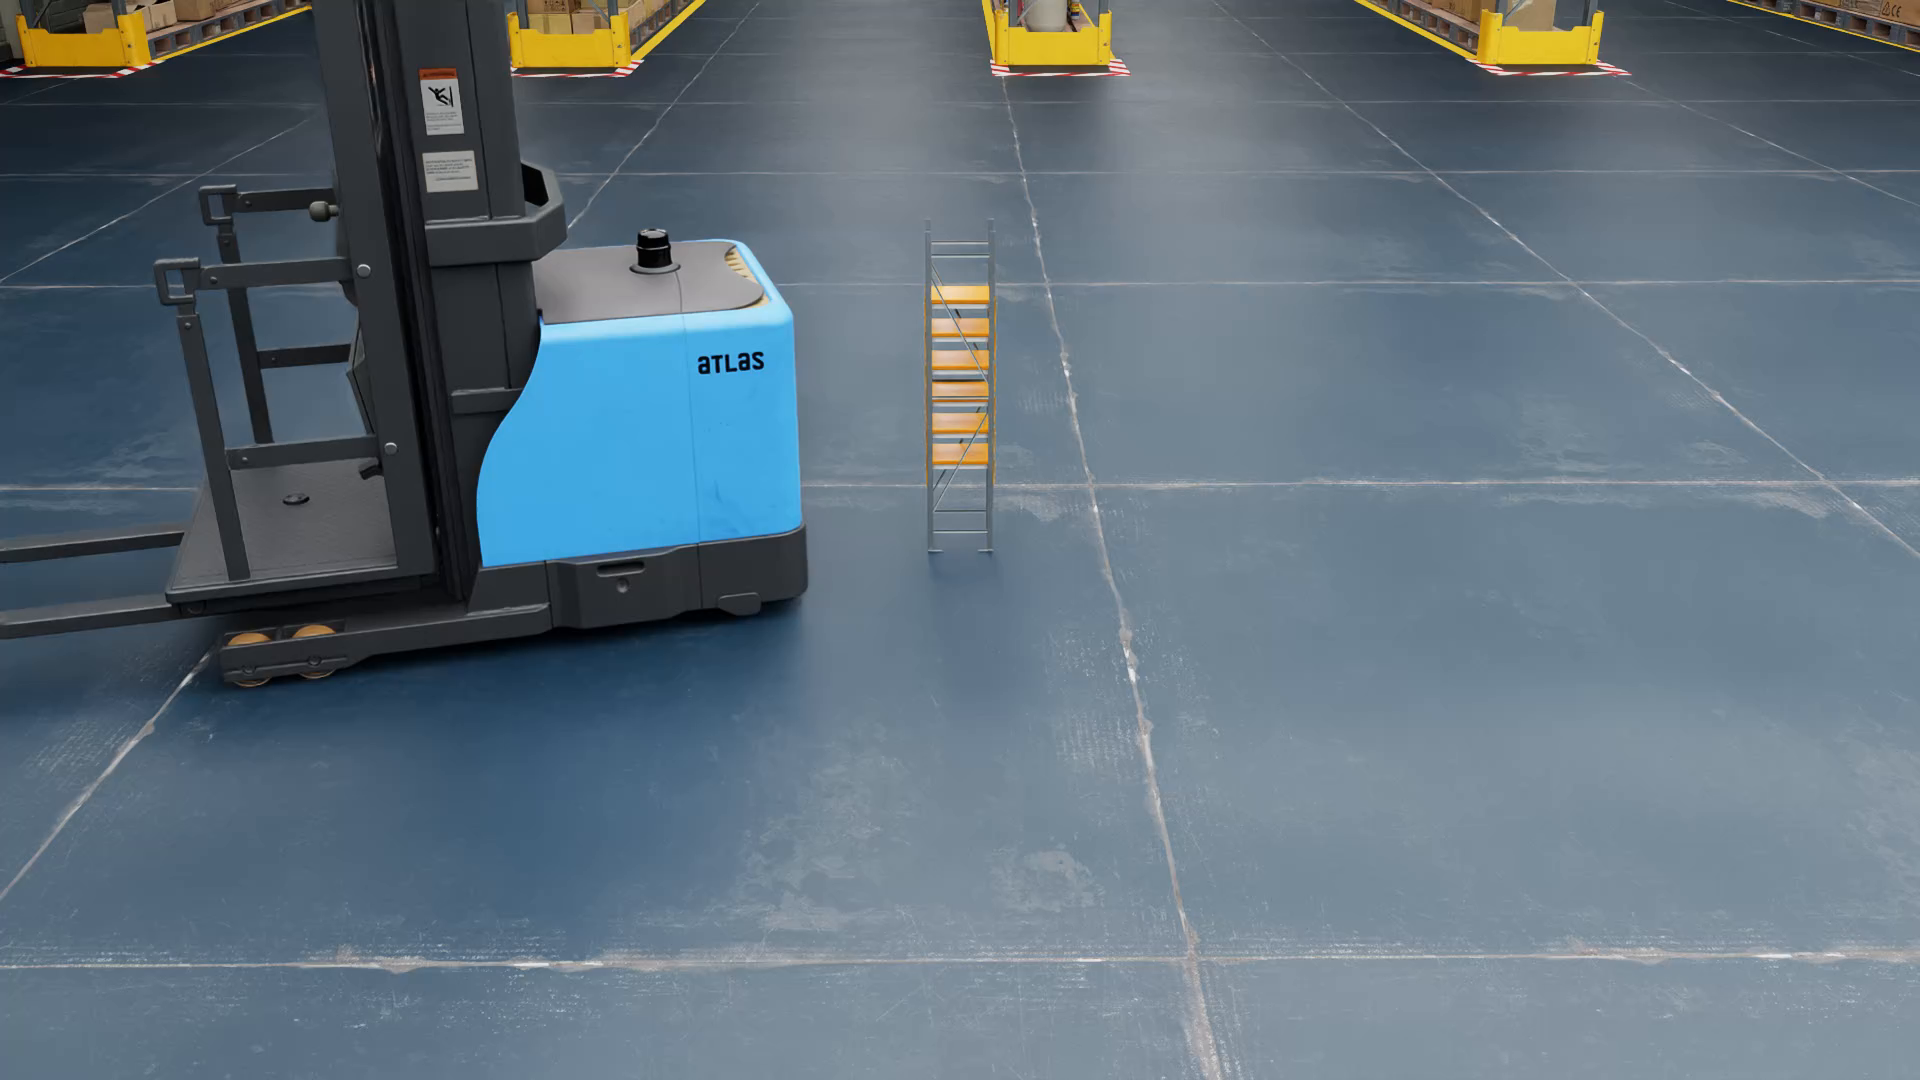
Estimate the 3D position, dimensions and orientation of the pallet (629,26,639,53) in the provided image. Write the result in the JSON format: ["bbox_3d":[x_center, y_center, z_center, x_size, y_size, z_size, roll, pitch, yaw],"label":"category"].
[{"bbox_3d":[-4.010,-5.274,17.656,1.003,0.211,1.213,0,24,-1],"label":"pallet"}]

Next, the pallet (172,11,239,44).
[{"bbox_3d":[-8.898,-5.803,18.825,1.003,0.211,1.213,0,24,-1],"label":"pallet"}]

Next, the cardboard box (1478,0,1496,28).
[{"bbox_3d":[5.915,-5.829,18.022,0.500,0.500,0.500,6,25,13],"label":"cardboard box"}]

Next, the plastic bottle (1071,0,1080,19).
[{"bbox_3d":[1.285,-5.956,18.557,0.097,0.271,0.097,0,24,0],"label":"plastic bottle"}]

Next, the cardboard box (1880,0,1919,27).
[{"bbox_3d":[10.822,-6.119,18.207,0.875,0.875,0.875,-1,24,-1],"label":"cardboard box"}]

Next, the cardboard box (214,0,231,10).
[{"bbox_3d":[-8.905,-6.488,19.456,0.500,0.500,0.500,-2,24,-5],"label":"cardboard box"}]

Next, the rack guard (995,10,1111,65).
[{"bbox_3d":[0.945,-5.143,17.014,1.175,0.500,0.348,0,24,-1],"label":"rack guard"}]

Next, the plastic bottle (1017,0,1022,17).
[{"bbox_3d":[0.666,-6.073,18.800,0.061,0.283,0.133,0,24,-1],"label":"plastic bottle"}]

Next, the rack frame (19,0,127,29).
[{"bbox_3d":[-8.913,-6.206,16.332,1.000,3.000,0.127,0,24,-1],"label":"rack frame"}]

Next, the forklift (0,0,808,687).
[{"bbox_3d":[-2.098,-1.116,5.161,3.031,2.935,1.130,-7,25,-15],"label":"forklift"}]

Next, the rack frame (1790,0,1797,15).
[{"bbox_3d":[10.863,-7.902,20.081,1.000,3.000,0.127,0,24,-1],"label":"rack frame"}]

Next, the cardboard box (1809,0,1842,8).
[{"bbox_3d":[10.800,-6.866,19.859,0.875,0.875,0.875,0,24,0],"label":"cardboard box"}]

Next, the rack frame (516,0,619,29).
[{"bbox_3d":[-3.960,-6.230,16.385,1.000,3.000,0.127,0,24,-1],"label":"rack frame"}]

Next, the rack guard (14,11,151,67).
[{"bbox_3d":[-8.914,-5.098,16.916,1.175,0.500,0.348,0,24,-1],"label":"rack guard"}]

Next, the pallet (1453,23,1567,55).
[{"bbox_3d":[5.972,-5.369,17.864,1.003,0.211,1.213,0,24,-1],"label":"pallet"}]

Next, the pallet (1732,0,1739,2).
[{"bbox_3d":[10.763,-7.453,22.472,1.003,0.211,1.213,0,24,-1],"label":"pallet"}]

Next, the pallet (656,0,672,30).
[{"bbox_3d":[-4.037,-6.280,19.879,1.003,0.211,1.213,0,24,-1],"label":"pallet"}]

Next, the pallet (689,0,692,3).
[{"bbox_3d":[-4.067,-7.415,22.389,1.003,0.211,1.213,0,24,-1],"label":"pallet"}]

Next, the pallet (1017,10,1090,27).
[{"bbox_3d":[0.932,-5.847,18.923,1.003,0.211,1.213,0,24,-1],"label":"pallet"}]

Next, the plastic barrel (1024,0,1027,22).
[{"bbox_3d":[0.904,-5.786,17.912,0.421,0.512,0.421,0,24,0],"label":"plastic barrel"}]

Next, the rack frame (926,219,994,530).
[{"bbox_3d":[-0.001,-0.578,6.073,0.240,1.200,0.006,0,24,-1],"label":"rack frame"}]

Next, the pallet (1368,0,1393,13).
[{"bbox_3d":[5.892,-6.971,21.408,1.003,0.211,1.213,0,24,-1],"label":"pallet"}]

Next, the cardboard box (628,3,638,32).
[{"bbox_3d":[-3.752,-5.596,17.811,0.500,0.250,0.500,0,24,-1],"label":"cardboard box"}]

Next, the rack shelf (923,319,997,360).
[{"bbox_3d":[0.000,-0.719,5.909,0.258,0.103,0.180,0,24,-1],"label":"rack shelf"}]

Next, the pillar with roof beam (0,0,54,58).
[{"bbox_3d":[-5.481,-9.243,15.768,9.100,9.000,0.400,0,24,-1],"label":"pillar with roof beam"}]

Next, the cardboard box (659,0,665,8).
[{"bbox_3d":[-3.784,-6.421,19.633,0.500,0.250,0.500,0,24,-1],"label":"cardboard box"}]

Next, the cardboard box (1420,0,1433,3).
[{"bbox_3d":[5.867,-6.809,20.188,0.500,0.500,0.500,-1,24,-2],"label":"cardboard box"}]

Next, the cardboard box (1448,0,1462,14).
[{"bbox_3d":[5.966,-6.317,19.101,0.500,0.500,0.500,-2,24,-5],"label":"cardboard box"}]

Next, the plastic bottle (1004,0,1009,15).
[{"bbox_3d":[0.535,-5.931,18.585,0.097,0.201,0.097,0,24,0],"label":"plastic bottle"}]

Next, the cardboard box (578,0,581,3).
[{"bbox_3d":[-4.289,-6.142,18.107,0.500,0.500,0.500,0,24,-1],"label":"cardboard box"}]

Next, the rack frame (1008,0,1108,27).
[{"bbox_3d":[0.993,-6.251,16.430,1.000,3.000,0.127,0,24,-1],"label":"rack frame"}]

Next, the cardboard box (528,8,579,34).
[{"bbox_3d":[-4.261,-5.388,17.350,0.500,0.250,0.500,0,24,-1],"label":"cardboard box"}]

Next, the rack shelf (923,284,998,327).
[{"bbox_3d":[0.000,-0.828,5.860,0.258,0.103,0.180,0,24,-1],"label":"rack shelf"}]

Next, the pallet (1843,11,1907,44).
[{"bbox_3d":[10.809,-5.814,18.848,1.003,0.211,1.213,0,24,-1],"label":"pallet"}]

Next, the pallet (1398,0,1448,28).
[{"bbox_3d":[5.945,-6.374,20.087,1.003,0.211,1.213,0,24,-1],"label":"pallet"}]

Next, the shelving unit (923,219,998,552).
[{"bbox_3d":[0.000,-0.541,5.990,0.258,1.200,0.189,0,24,-1],"label":"shelving unit"}]

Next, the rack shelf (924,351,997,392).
[{"bbox_3d":[0.000,-0.610,5.958,0.258,0.103,0.180,0,24,-1],"label":"rack shelf"}]

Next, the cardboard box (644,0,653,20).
[{"bbox_3d":[-3.758,-6.009,18.722,0.500,0.250,0.500,0,24,-1],"label":"cardboard box"}]

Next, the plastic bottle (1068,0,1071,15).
[{"bbox_3d":[1.281,-6.098,18.869,0.097,0.271,0.097,0,24,0],"label":"plastic bottle"}]

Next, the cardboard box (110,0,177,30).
[{"bbox_3d":[-8.837,-5.702,17.946,0.500,0.311,0.500,2,24,4],"label":"cardboard box"}]
